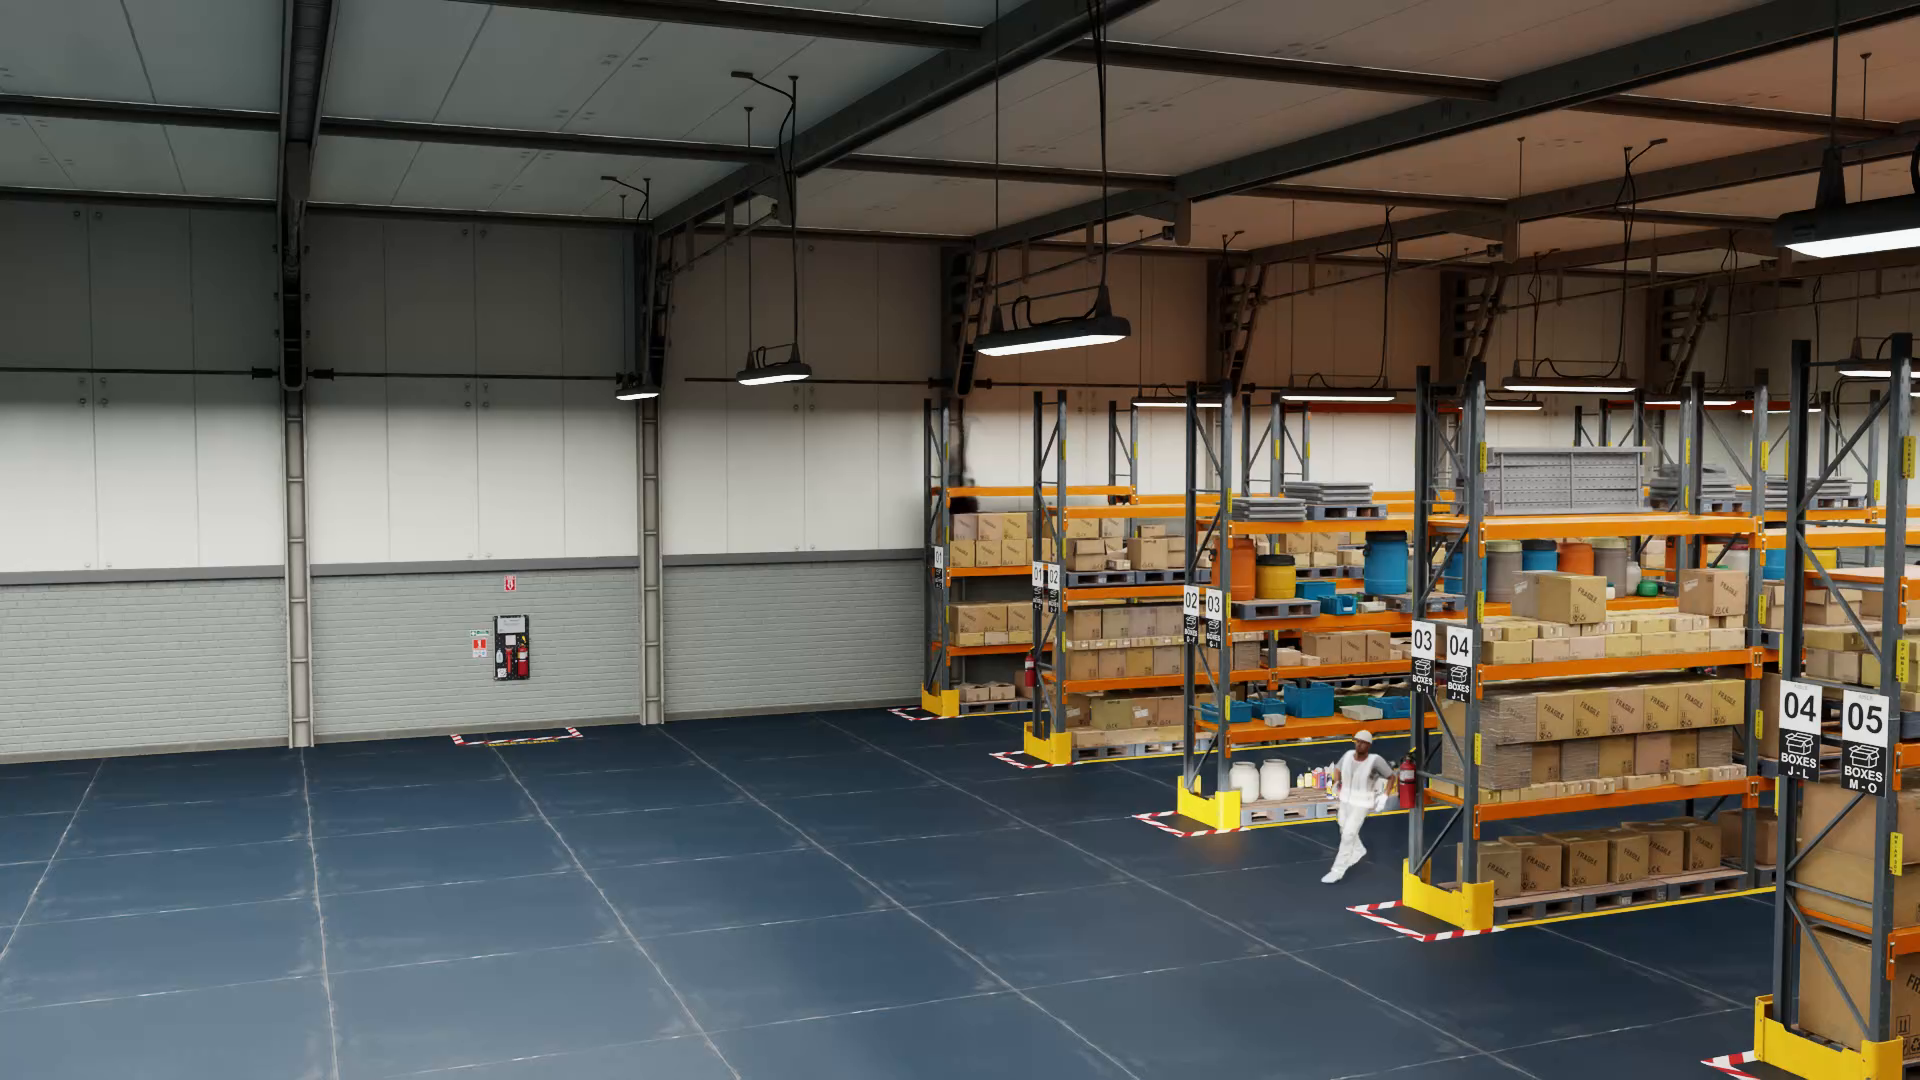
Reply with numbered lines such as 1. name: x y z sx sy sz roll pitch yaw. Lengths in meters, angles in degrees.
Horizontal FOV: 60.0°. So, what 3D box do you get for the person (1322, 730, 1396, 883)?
1. person: 4.682 3.114 19.619 0.967 1.762 0.744 -3 4 -41
